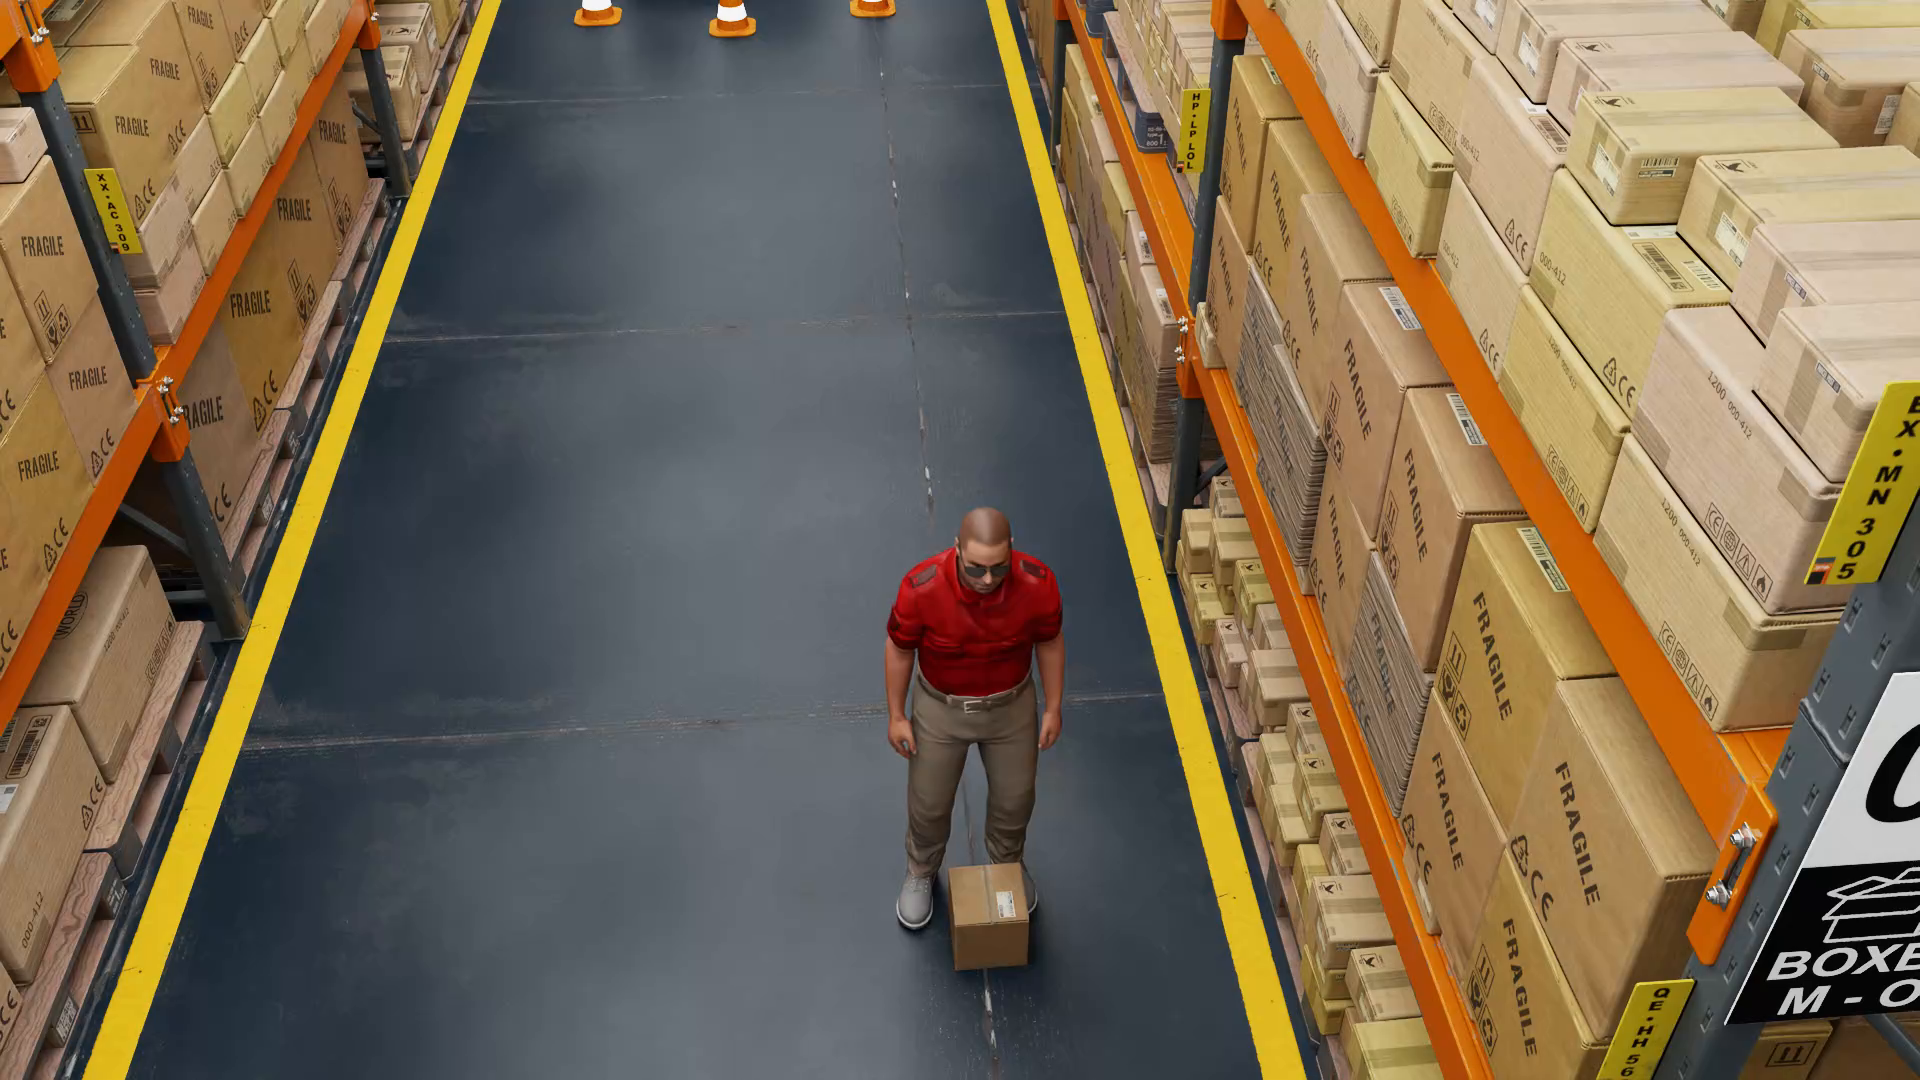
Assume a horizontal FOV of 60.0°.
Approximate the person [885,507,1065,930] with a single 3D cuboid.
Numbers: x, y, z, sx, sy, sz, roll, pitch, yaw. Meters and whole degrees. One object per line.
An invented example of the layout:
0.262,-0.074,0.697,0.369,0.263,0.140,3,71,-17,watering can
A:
0.050,0.567,5.461,0.587,1.727,0.398,-3,39,-4,person
